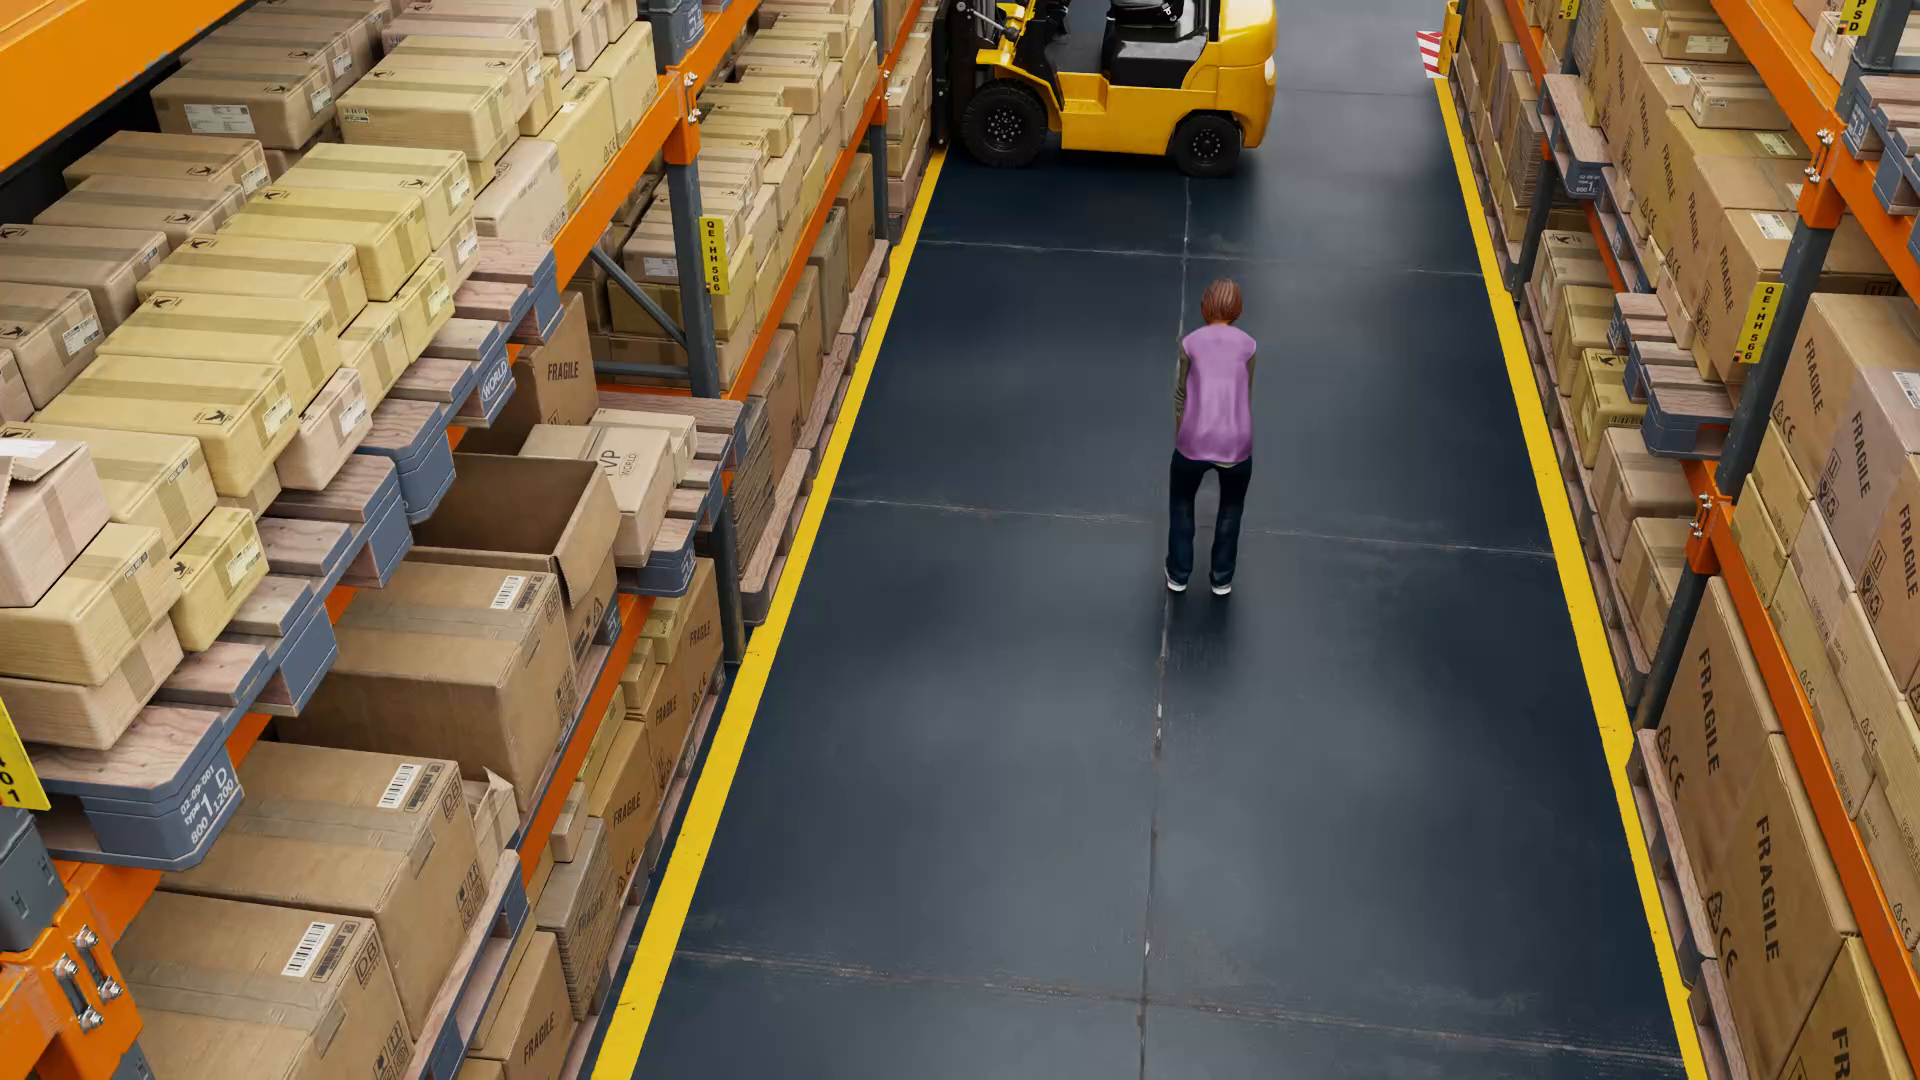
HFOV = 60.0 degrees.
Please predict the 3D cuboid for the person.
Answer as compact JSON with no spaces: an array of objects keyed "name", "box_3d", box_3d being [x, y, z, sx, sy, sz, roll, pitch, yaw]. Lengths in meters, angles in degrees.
[{"name":"person","box_3d":[1.177,-0.456,7.781,0.377,1.457,0.637,4,37,5]}]
